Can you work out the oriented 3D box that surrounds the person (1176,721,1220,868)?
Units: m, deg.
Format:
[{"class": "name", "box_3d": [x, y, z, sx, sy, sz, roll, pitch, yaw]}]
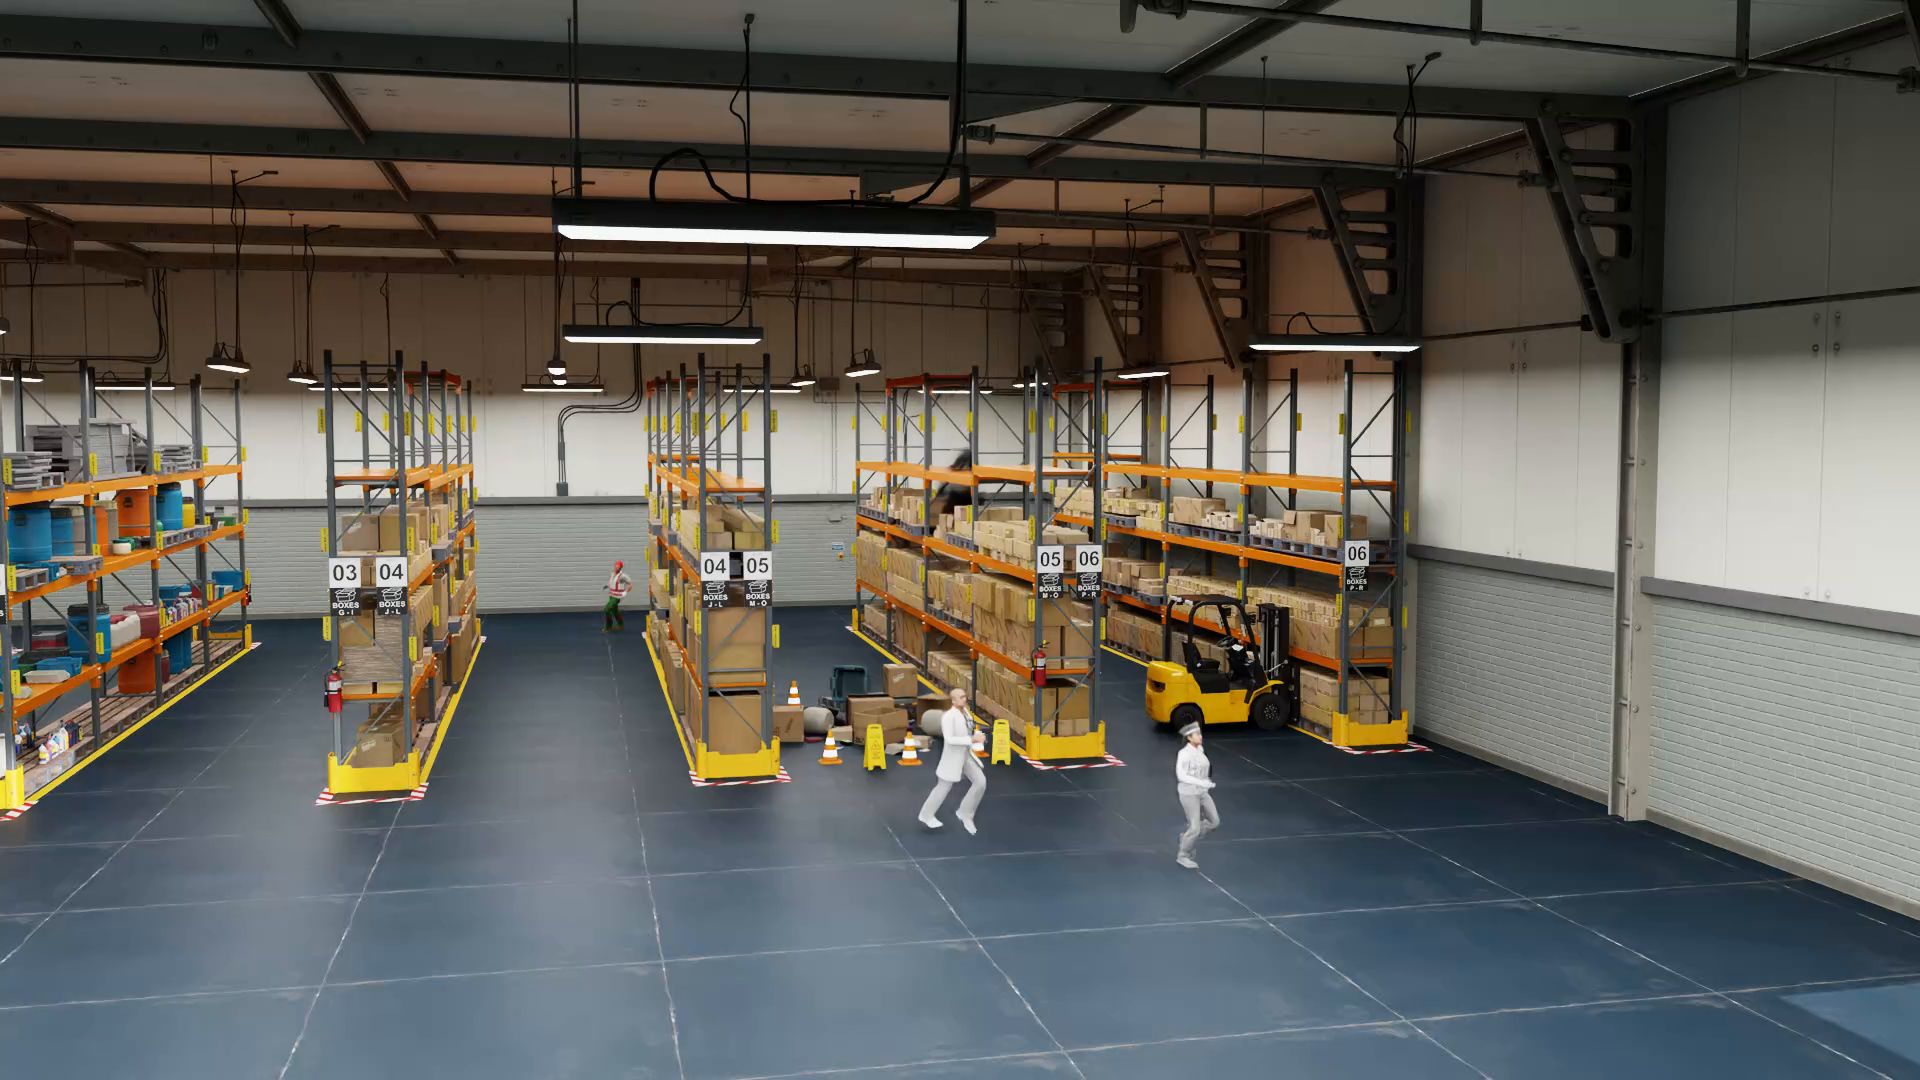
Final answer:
[{"class": "person", "box_3d": [2.670, 2.867, 18.712, 0.513, 1.668, 0.623, 3, 5, 35]}]

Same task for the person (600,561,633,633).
[{"class": "person", "box_3d": [-8.241, 1.369, 39.917, 0.685, 1.764, 0.741, -4, 6, -44]}]

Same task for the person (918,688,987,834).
[{"class": "person", "box_3d": [-0.040, 2.700, 20.381, 0.965, 1.805, 0.728, 3, 5, 36]}]
